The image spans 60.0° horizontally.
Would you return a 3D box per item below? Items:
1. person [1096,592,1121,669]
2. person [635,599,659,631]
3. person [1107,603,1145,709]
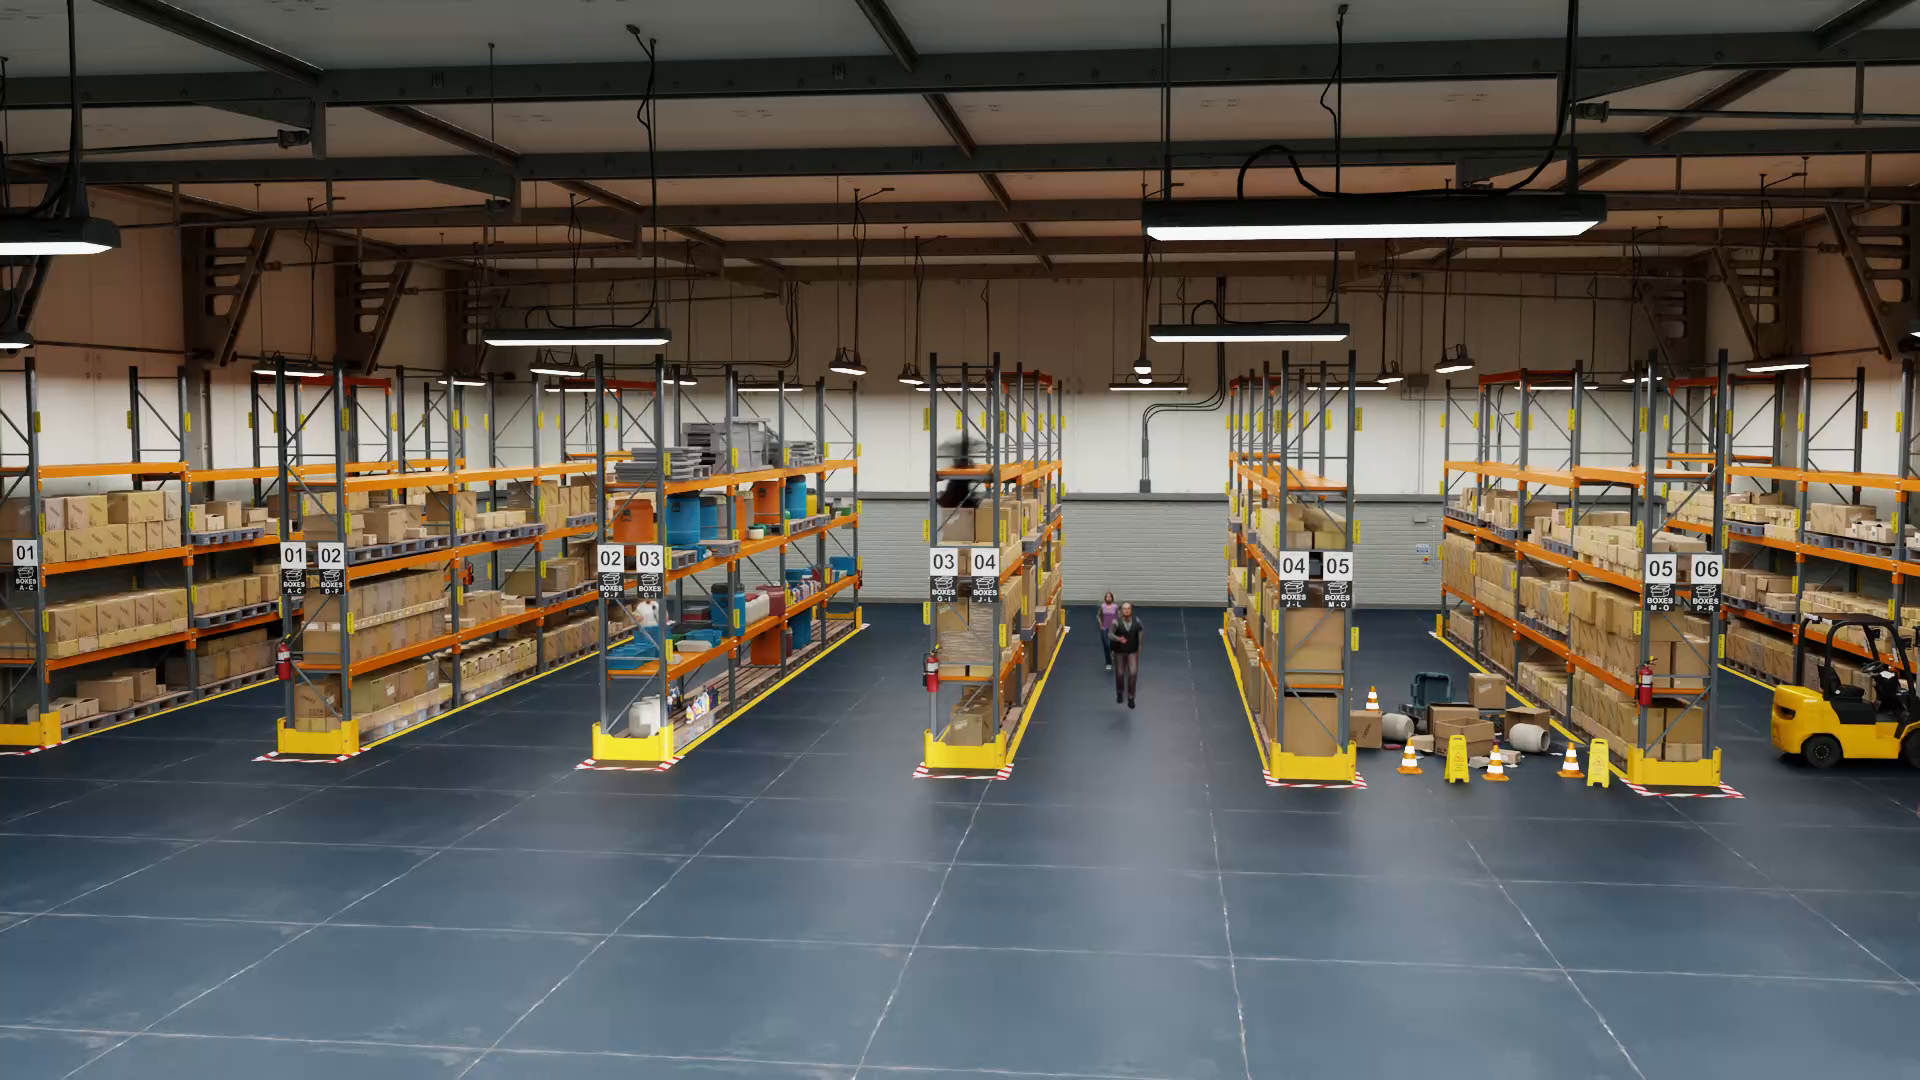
[{"bbox_3d":[3.028,1.835,33.886,0.514,1.540,0.670,1,4,8],"label":"person"},{"bbox_3d":[-6.192,1.838,33.149,0.576,1.705,0.708,1,4,9],"label":"person"},{"bbox_3d":[2.806,1.924,28.076,0.655,1.739,0.780,0,4,1],"label":"person"}]
